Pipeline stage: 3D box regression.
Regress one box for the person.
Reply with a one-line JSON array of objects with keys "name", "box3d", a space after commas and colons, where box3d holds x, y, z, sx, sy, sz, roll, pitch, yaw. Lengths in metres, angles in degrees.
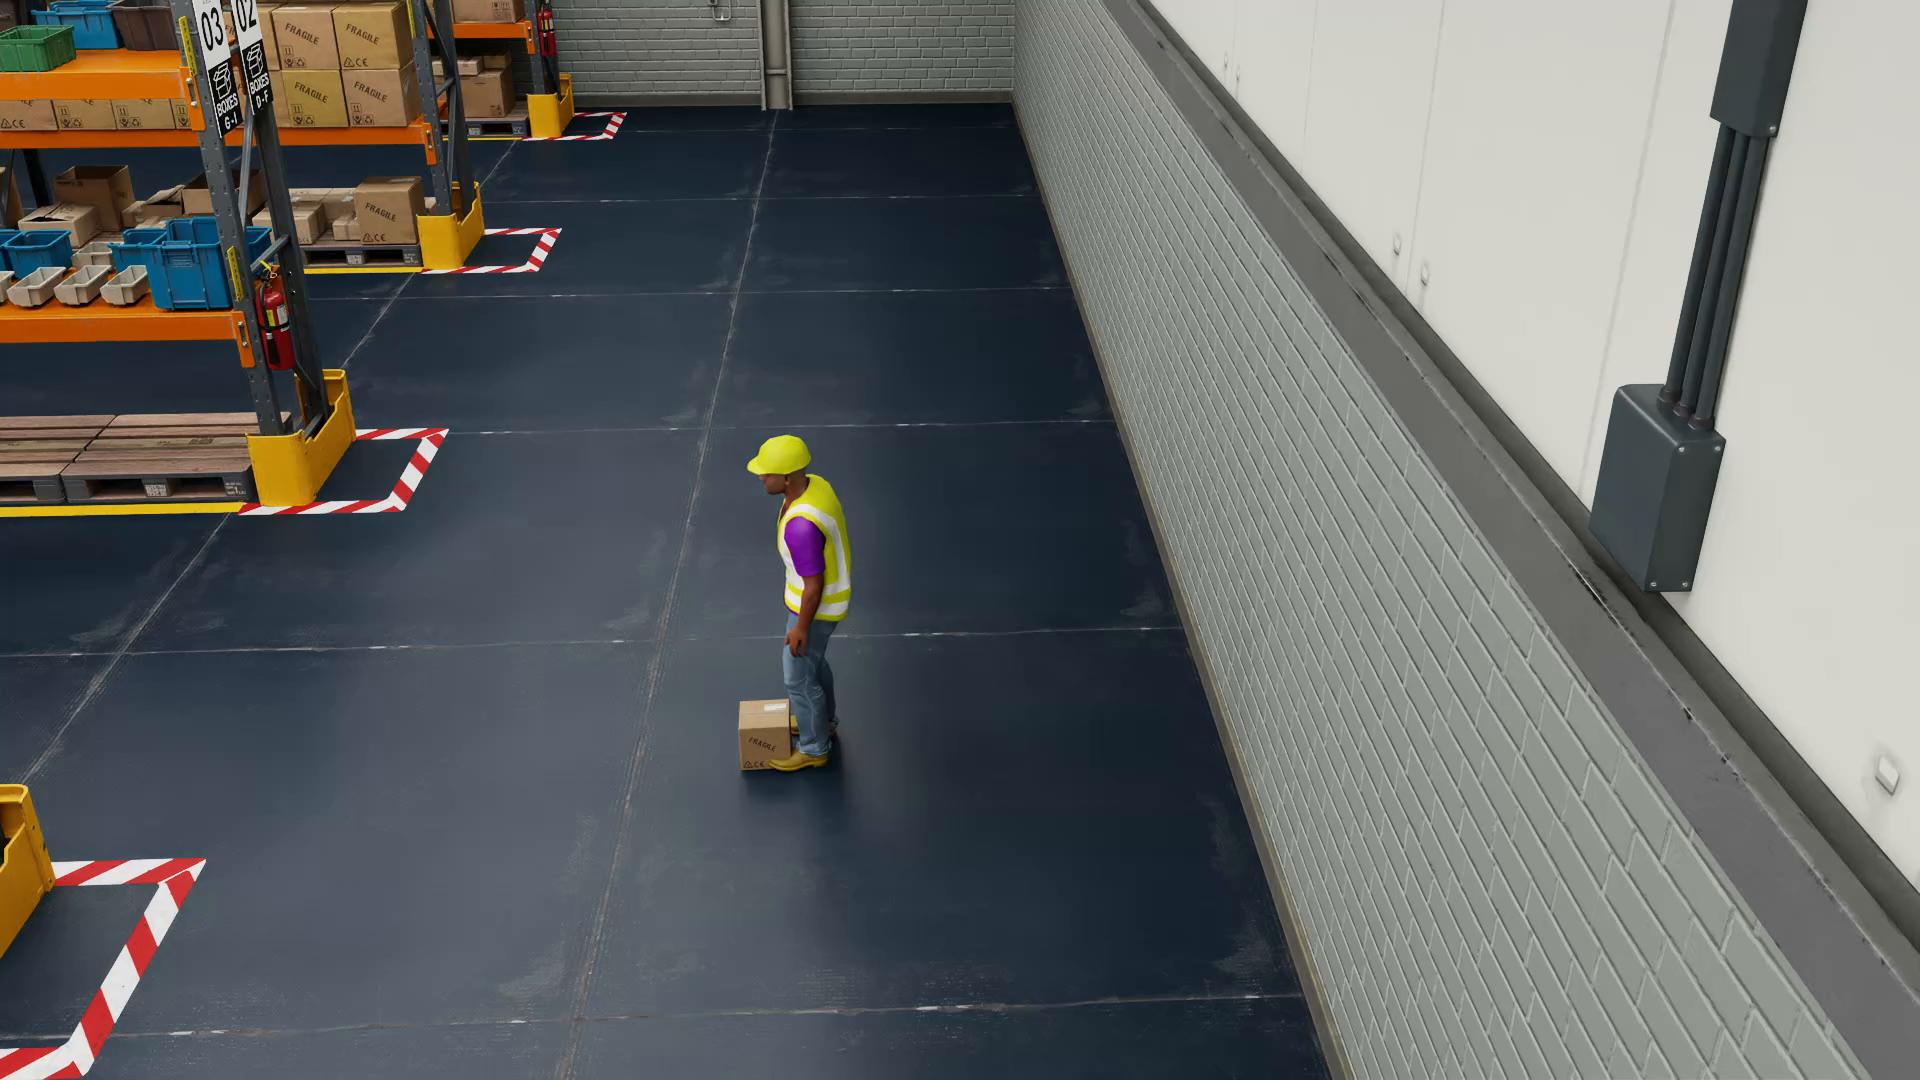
[{"name": "person", "box3d": [-0.749, 0.294, 8.032, 0.460, 1.760, 0.627, -1, 27, -2]}]
